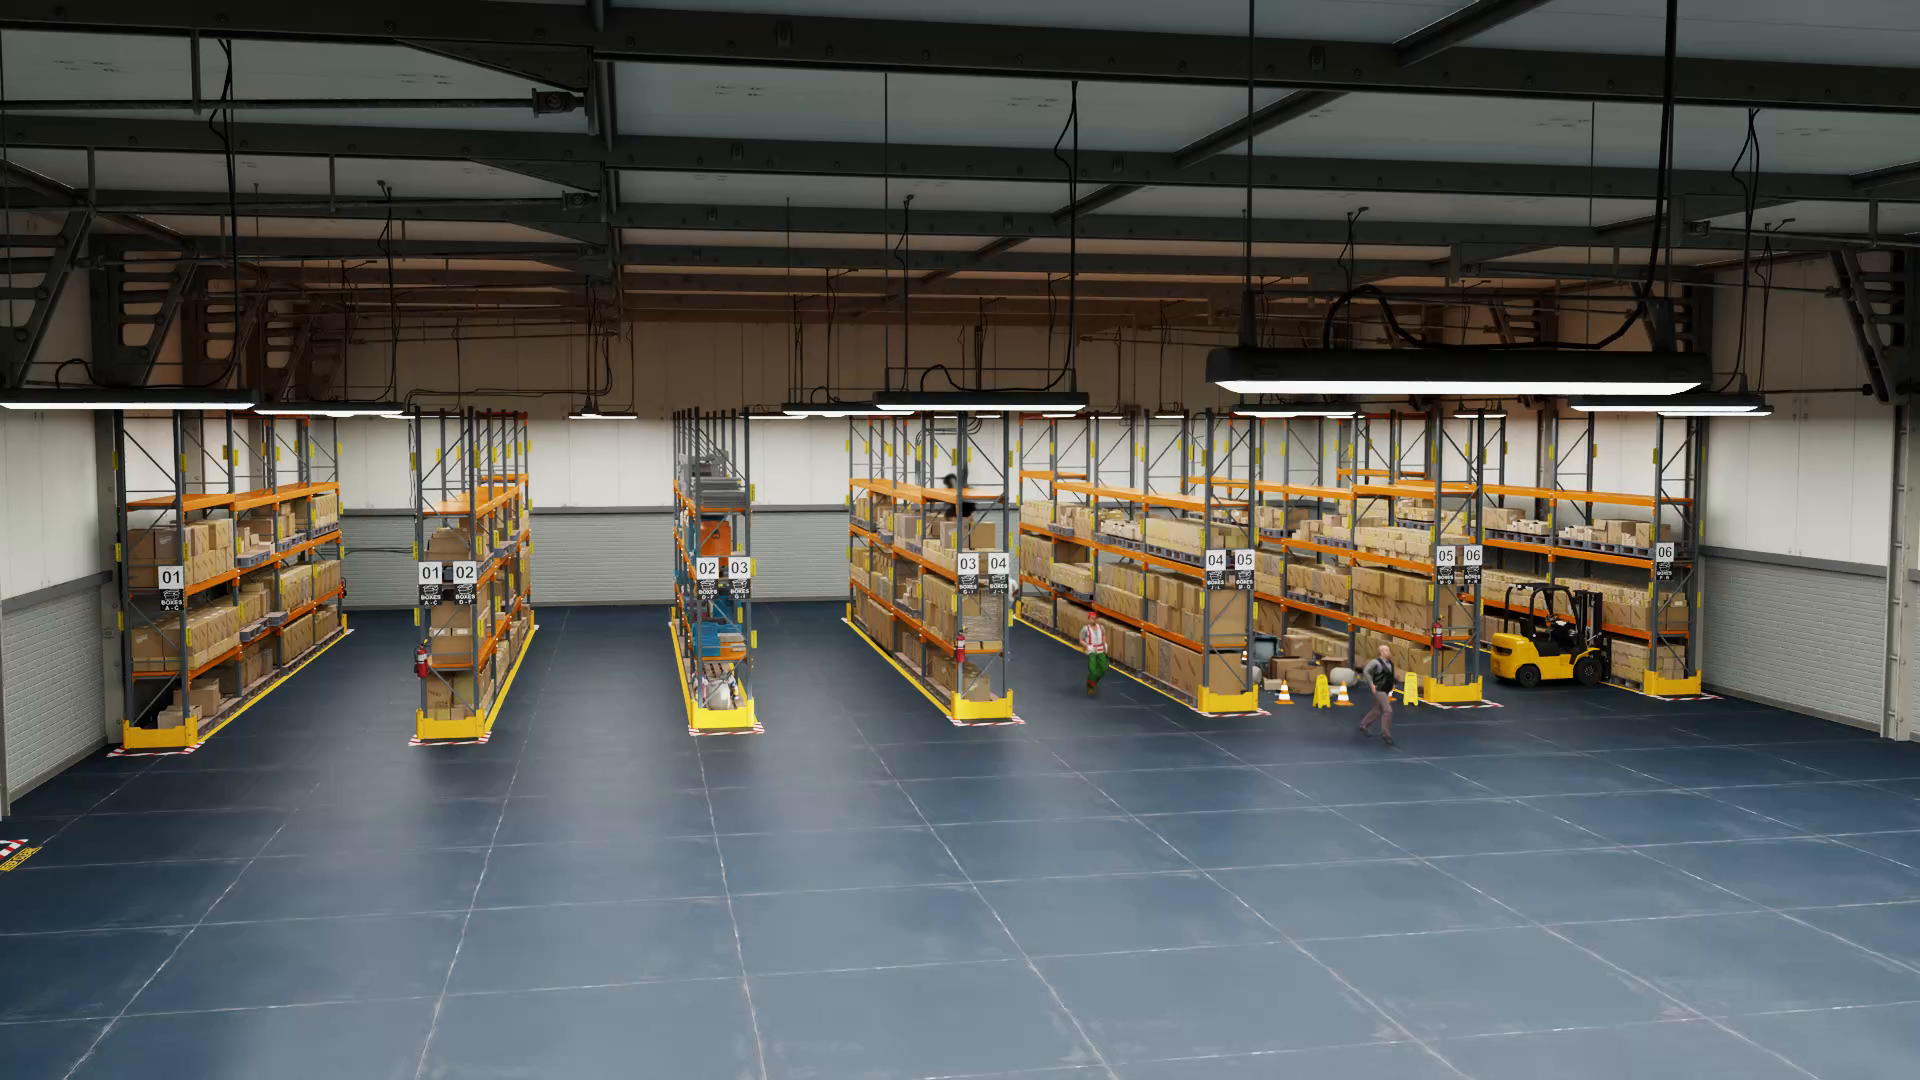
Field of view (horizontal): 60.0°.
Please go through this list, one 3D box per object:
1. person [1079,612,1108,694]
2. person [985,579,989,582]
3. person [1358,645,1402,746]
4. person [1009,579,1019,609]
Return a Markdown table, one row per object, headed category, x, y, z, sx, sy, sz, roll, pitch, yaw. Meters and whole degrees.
| category | x | y | z | sx | sy | sz | roll | pitch | yaw |
| --- | --- | --- | --- | --- | --- | --- | --- | --- | --- |
| person | 2.832 | 2.372 | 34.779 | 0.673 | 1.739 | 0.585 | -1 | 4 | -18 |
| person | 0.908 | 1.594 | 46.433 | 0.671 | 1.739 | 0.982 | -1 | 4 | -20 |
| person | 7.502 | 2.746 | 29.752 | 0.800 | 1.772 | 0.652 | 3 | 5 | 40 |
| person | 1.254 | 1.661 | 44.910 | 0.690 | 1.765 | 0.844 | 0 | 4 | -5 |
